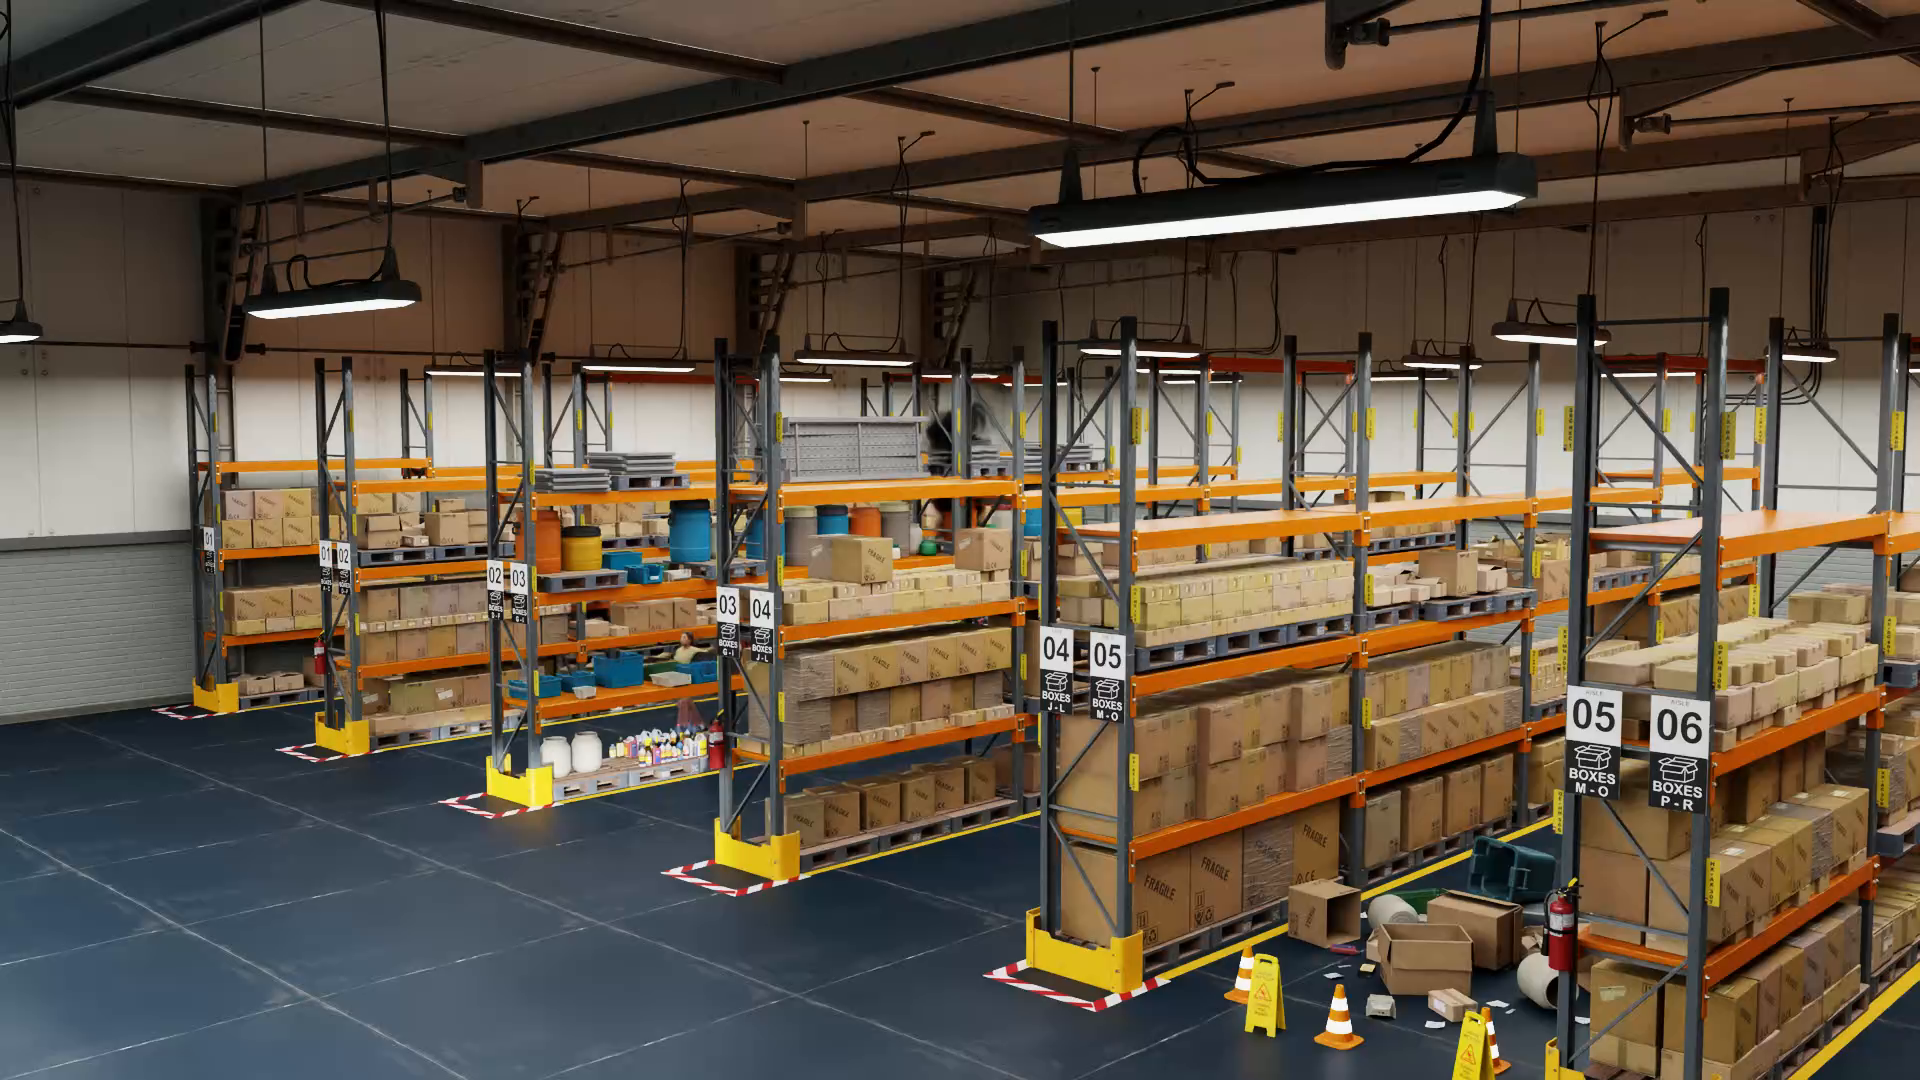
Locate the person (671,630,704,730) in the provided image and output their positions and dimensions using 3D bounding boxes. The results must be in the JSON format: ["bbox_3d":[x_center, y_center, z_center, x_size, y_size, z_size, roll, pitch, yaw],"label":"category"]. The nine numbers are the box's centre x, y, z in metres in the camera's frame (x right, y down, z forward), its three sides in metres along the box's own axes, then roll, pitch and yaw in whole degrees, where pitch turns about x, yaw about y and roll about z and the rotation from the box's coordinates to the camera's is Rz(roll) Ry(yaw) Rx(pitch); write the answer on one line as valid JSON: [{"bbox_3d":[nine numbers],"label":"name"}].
[{"bbox_3d":[-4.343,2.292,26.487,0.562,1.714,0.728,3,6,38],"label":"person"}]

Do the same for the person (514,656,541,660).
[{"bbox_3d":[-7.752,2.030,29.706,0.754,1.715,0.751,-4,6,-44],"label":"person"}]
